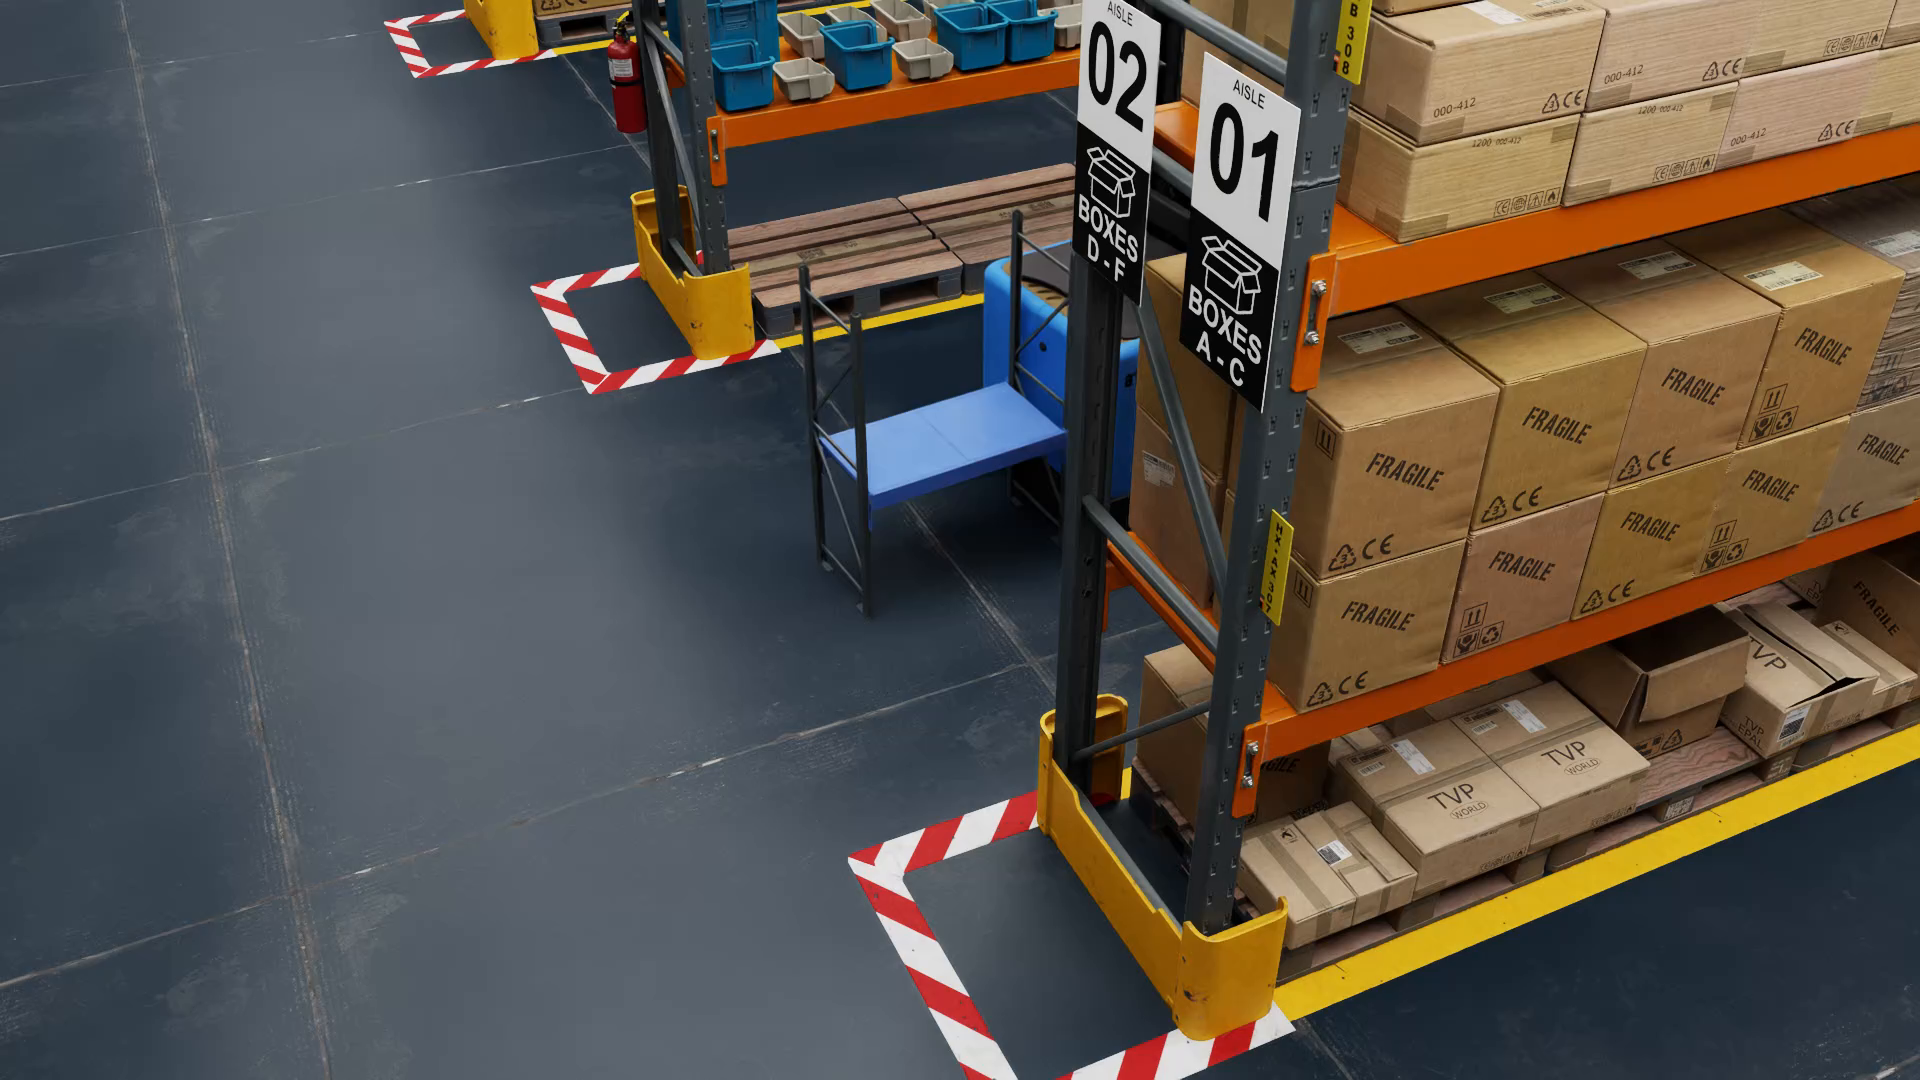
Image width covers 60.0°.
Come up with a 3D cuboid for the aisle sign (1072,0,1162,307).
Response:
[{"bbox_3d":[0.412,-1.062,4.482,0.004,0.787,0.394,-16,39,-20],"label":"aisle sign"}]

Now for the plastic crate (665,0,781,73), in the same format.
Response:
[{"bbox_3d":[-1.273,-2.766,8.881,0.499,0.435,0.616,-16,39,-20],"label":"plastic crate"}]

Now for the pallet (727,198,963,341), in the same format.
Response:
[{"bbox_3d":[-0.734,-1.610,9.744,1.213,0.211,1.003,-16,39,-20],"label":"pallet"}]

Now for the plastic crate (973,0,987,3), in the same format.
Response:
[{"bbox_3d":[0.253,-3.157,9.579,0.300,0.233,0.416,-16,39,-20],"label":"plastic crate"}]

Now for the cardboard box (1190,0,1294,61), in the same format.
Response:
[{"bbox_3d":[0.961,-1.483,4.420,0.500,0.250,0.500,-16,39,-20],"label":"cardboard box"}]

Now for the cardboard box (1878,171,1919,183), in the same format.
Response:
[{"bbox_3d":[3.212,-1.226,5.962,0.500,0.500,0.500,-17,40,-21],"label":"cardboard box"}]

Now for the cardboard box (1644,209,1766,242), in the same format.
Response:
[{"bbox_3d":[2.279,-0.965,5.610,0.500,0.500,0.500,-14,39,-19],"label":"cardboard box"}]

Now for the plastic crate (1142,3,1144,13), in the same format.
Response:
[{"bbox_3d":[1.225,-3.040,9.511,0.590,0.125,0.437,-16,39,-20],"label":"plastic crate"}]

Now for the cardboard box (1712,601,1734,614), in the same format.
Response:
[{"bbox_3d":[2.974,0.293,6.846,0.250,0.166,0.380,-16,39,-20],"label":"cardboard box"}]

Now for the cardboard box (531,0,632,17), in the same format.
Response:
[{"bbox_3d":[-3.056,-4.734,13.045,0.875,0.875,0.875,-16,39,-20],"label":"cardboard box"}]

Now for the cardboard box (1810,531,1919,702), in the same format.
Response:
[{"bbox_3d":[3.830,0.242,6.635,0.500,0.500,0.500,-16,39,-20],"label":"cardboard box"}]

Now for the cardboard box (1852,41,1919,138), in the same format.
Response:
[{"bbox_3d":[2.537,-1.385,4.707,0.500,0.250,0.500,-16,39,-20],"label":"cardboard box"}]

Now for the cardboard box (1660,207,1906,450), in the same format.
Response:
[{"bbox_3d":[2.502,-0.671,5.214,0.500,0.500,0.500,-16,39,-20],"label":"cardboard box"}]

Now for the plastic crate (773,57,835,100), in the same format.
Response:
[{"bbox_3d":[-0.808,-2.382,8.614,0.298,0.136,0.250,-16,39,-20],"label":"plastic crate"}]

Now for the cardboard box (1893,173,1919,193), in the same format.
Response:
[{"bbox_3d":[3.415,-0.926,5.557,0.500,0.500,0.500,-16,40,-21],"label":"cardboard box"}]

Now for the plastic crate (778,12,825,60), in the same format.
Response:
[{"bbox_3d":[-0.836,-2.764,9.130,0.243,0.136,0.396,-16,39,-20],"label":"plastic crate"}]

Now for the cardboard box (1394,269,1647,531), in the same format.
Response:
[{"bbox_3d":[1.588,-0.418,4.873,0.500,0.500,0.500,-15,39,-19],"label":"cardboard box"}]

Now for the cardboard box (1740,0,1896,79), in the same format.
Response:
[{"bbox_3d":[2.085,-1.458,4.386,0.500,0.250,0.500,-16,39,-20],"label":"cardboard box"}]

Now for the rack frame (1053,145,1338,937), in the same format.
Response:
[{"bbox_3d":[0.604,0.130,5.057,0.127,3.000,1.000,-16,39,-20],"label":"rack frame"}]

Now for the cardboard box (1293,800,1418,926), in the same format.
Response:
[{"bbox_3d":[1.355,1.107,5.748,0.250,0.166,0.380,-16,39,-20],"label":"cardboard box"}]

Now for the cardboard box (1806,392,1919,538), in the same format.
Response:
[{"bbox_3d":[2.951,-0.395,5.681,0.500,0.500,0.500,-15,39,-19],"label":"cardboard box"}]

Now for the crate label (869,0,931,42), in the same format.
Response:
[{"bbox_3d":[-0.326,-2.914,9.331,0.243,0.136,0.396,-16,39,-20],"label":"crate label"}]

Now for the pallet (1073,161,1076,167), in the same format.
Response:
[{"bbox_3d":[1.475,-2.228,10.576,1.213,0.211,1.003,-16,39,-20],"label":"pallet"}]

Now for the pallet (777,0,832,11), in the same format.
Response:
[{"bbox_3d":[-1.808,-4.644,13.835,1.213,0.211,1.003,-16,39,-20],"label":"pallet"}]

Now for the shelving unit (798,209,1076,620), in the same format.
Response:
[{"bbox_3d":[-0.078,-0.537,7.215,1.048,1.500,0.538,-19,41,-24],"label":"shelving unit"}]

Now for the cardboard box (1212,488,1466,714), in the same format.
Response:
[{"bbox_3d":[1.118,0.120,4.987,0.500,0.500,0.500,-15,39,-19],"label":"cardboard box"}]

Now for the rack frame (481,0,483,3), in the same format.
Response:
[{"bbox_3d":[-3.602,-5.213,12.261,0.127,3.000,1.000,-16,39,-20],"label":"rack frame"}]

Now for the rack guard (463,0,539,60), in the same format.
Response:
[{"bbox_3d":[-3.623,-4.203,12.997,0.348,0.500,1.175,-16,39,-20],"label":"rack guard"}]

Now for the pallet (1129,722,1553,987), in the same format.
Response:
[{"bbox_3d":[1.394,1.029,6.186,1.213,0.211,1.003,-16,39,-20],"label":"pallet"}]

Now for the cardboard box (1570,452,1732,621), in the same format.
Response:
[{"bbox_3d":[2.038,-0.139,5.336,0.500,0.500,0.500,-16,39,-20],"label":"cardboard box"}]

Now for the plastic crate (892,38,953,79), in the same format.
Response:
[{"bbox_3d":[-0.194,-2.554,8.846,0.298,0.136,0.250,-16,39,-20],"label":"plastic crate"}]

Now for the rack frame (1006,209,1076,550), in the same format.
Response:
[{"bbox_3d":[0.362,-0.689,7.420,0.032,1.500,0.500,-19,41,-24],"label":"rack frame"}]

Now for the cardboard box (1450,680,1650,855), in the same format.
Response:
[{"bbox_3d":[2.122,0.820,6.065,0.500,0.250,0.500,-16,39,-20],"label":"cardboard box"}]

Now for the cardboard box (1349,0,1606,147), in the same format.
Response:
[{"bbox_3d":[1.180,-1.205,4.045,0.500,0.250,0.500,-16,39,-20],"label":"cardboard box"}]

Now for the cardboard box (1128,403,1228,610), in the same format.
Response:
[{"bbox_3d":[0.894,-0.170,5.378,0.500,0.500,0.500,-14,39,-19],"label":"cardboard box"}]

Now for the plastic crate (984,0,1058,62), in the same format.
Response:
[{"bbox_3d":[0.330,-2.793,9.088,0.300,0.233,0.416,-16,39,-20],"label":"plastic crate"}]

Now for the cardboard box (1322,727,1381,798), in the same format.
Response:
[{"bbox_3d":[1.396,0.767,6.207,0.250,0.166,0.380,-16,39,-20],"label":"cardboard box"}]

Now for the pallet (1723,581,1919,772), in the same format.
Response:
[{"bbox_3d":[3.603,0.411,7.019,1.213,0.211,1.003,-16,39,-20],"label":"pallet"}]

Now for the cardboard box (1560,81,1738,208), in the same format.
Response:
[{"bbox_3d":[1.635,-1.127,4.360,0.500,0.250,0.500,-16,39,-20],"label":"cardboard box"}]

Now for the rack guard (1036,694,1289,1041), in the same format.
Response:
[{"bbox_3d":[0.673,1.115,5.827,0.348,0.500,1.175,-16,39,-20],"label":"rack guard"}]

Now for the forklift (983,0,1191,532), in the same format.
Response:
[{"bbox_3d":[1.620,-1.810,7.730,3.031,2.935,1.130,-20,41,-25],"label":"forklift"}]

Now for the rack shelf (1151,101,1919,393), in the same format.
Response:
[{"bbox_3d":[2.415,-1.292,5.060,4.000,0.370,1.077,-16,39,-20],"label":"rack shelf"}]

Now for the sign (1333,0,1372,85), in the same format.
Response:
[{"bbox_3d":[0.835,-1.133,3.508,0.005,0.325,0.100,-16,39,-20],"label":"sign"}]

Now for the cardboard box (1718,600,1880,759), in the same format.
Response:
[{"bbox_3d":[3.151,0.508,6.435,0.500,0.311,0.500,-16,39,-20],"label":"cardboard box"}]

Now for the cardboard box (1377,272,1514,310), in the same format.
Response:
[{"bbox_3d":[1.347,-0.701,5.254,0.500,0.500,0.500,-15,39,-19],"label":"cardboard box"}]
